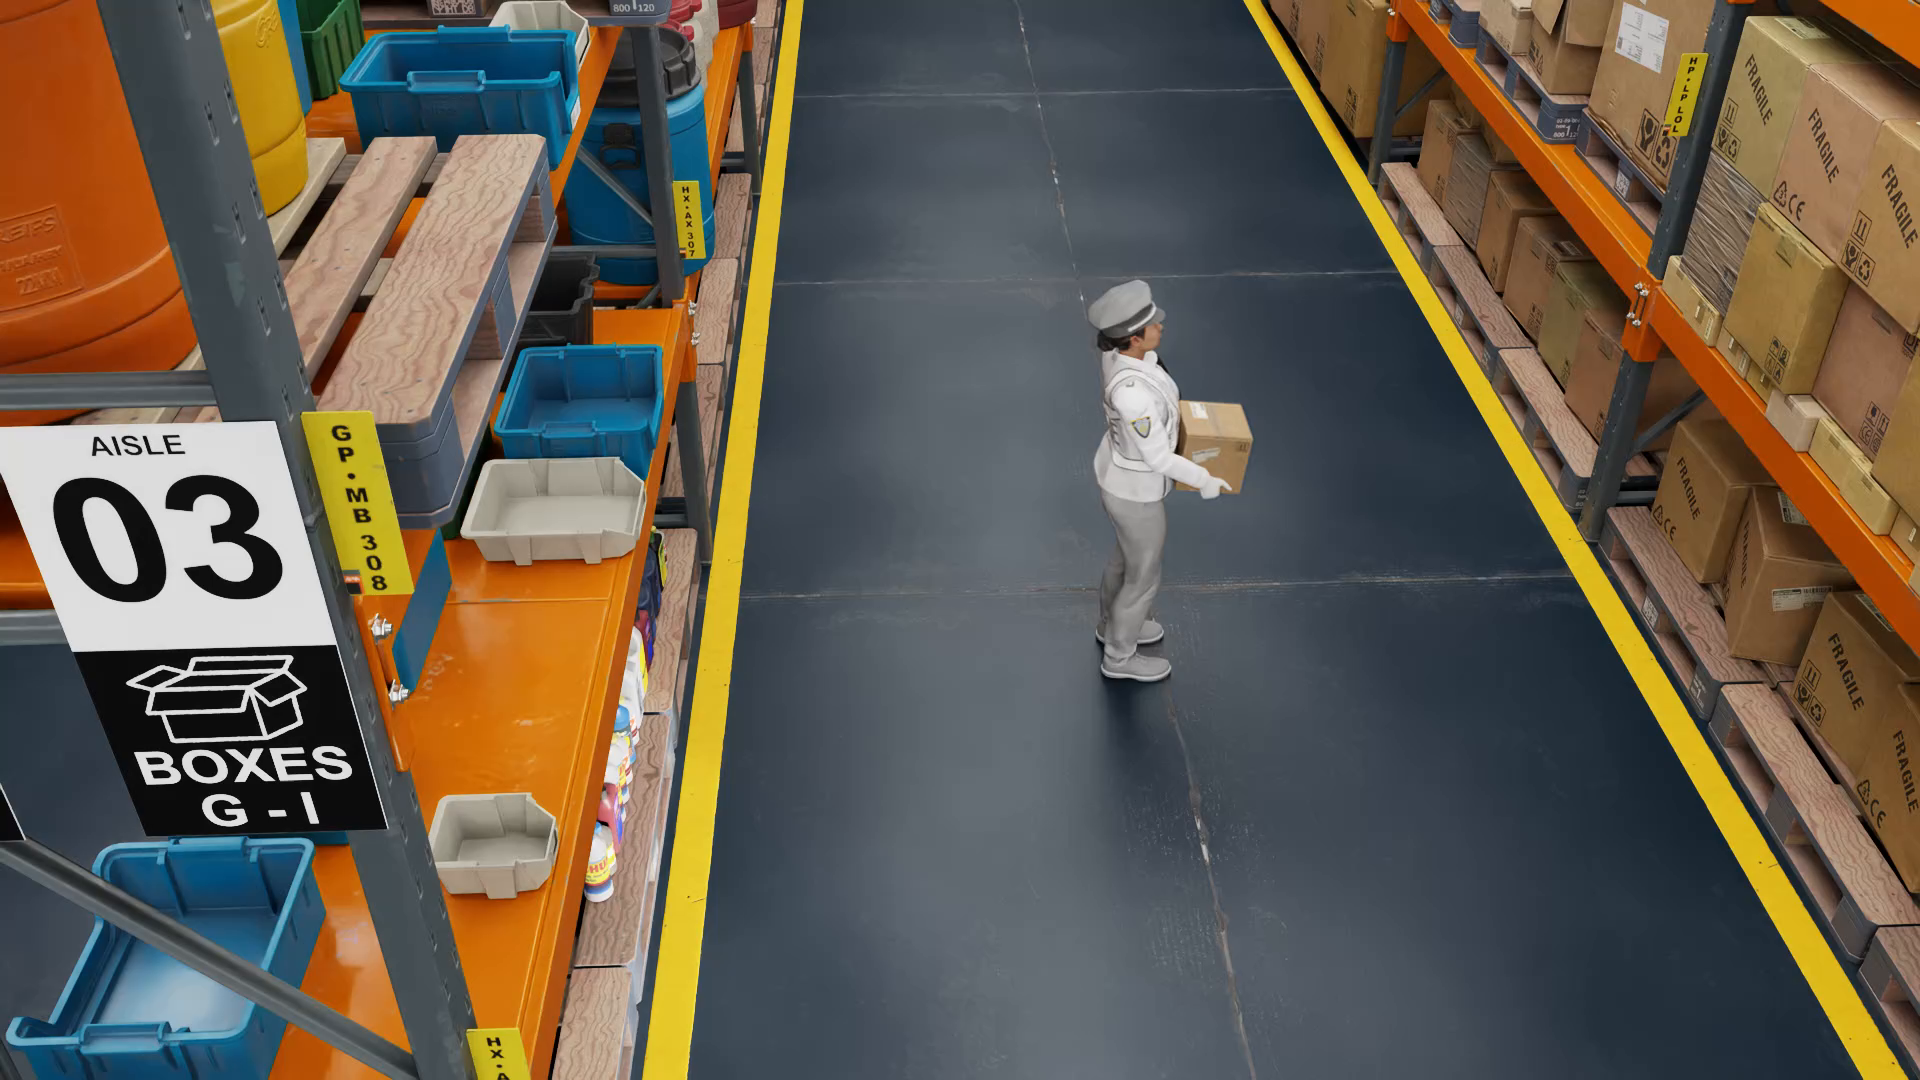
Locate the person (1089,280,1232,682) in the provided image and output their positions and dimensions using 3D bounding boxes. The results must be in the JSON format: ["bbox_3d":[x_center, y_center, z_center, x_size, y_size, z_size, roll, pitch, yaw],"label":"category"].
[{"bbox_3d":[0.744,-0.218,6.428,0.555,1.687,0.461,-1,35,-2],"label":"person"}]
